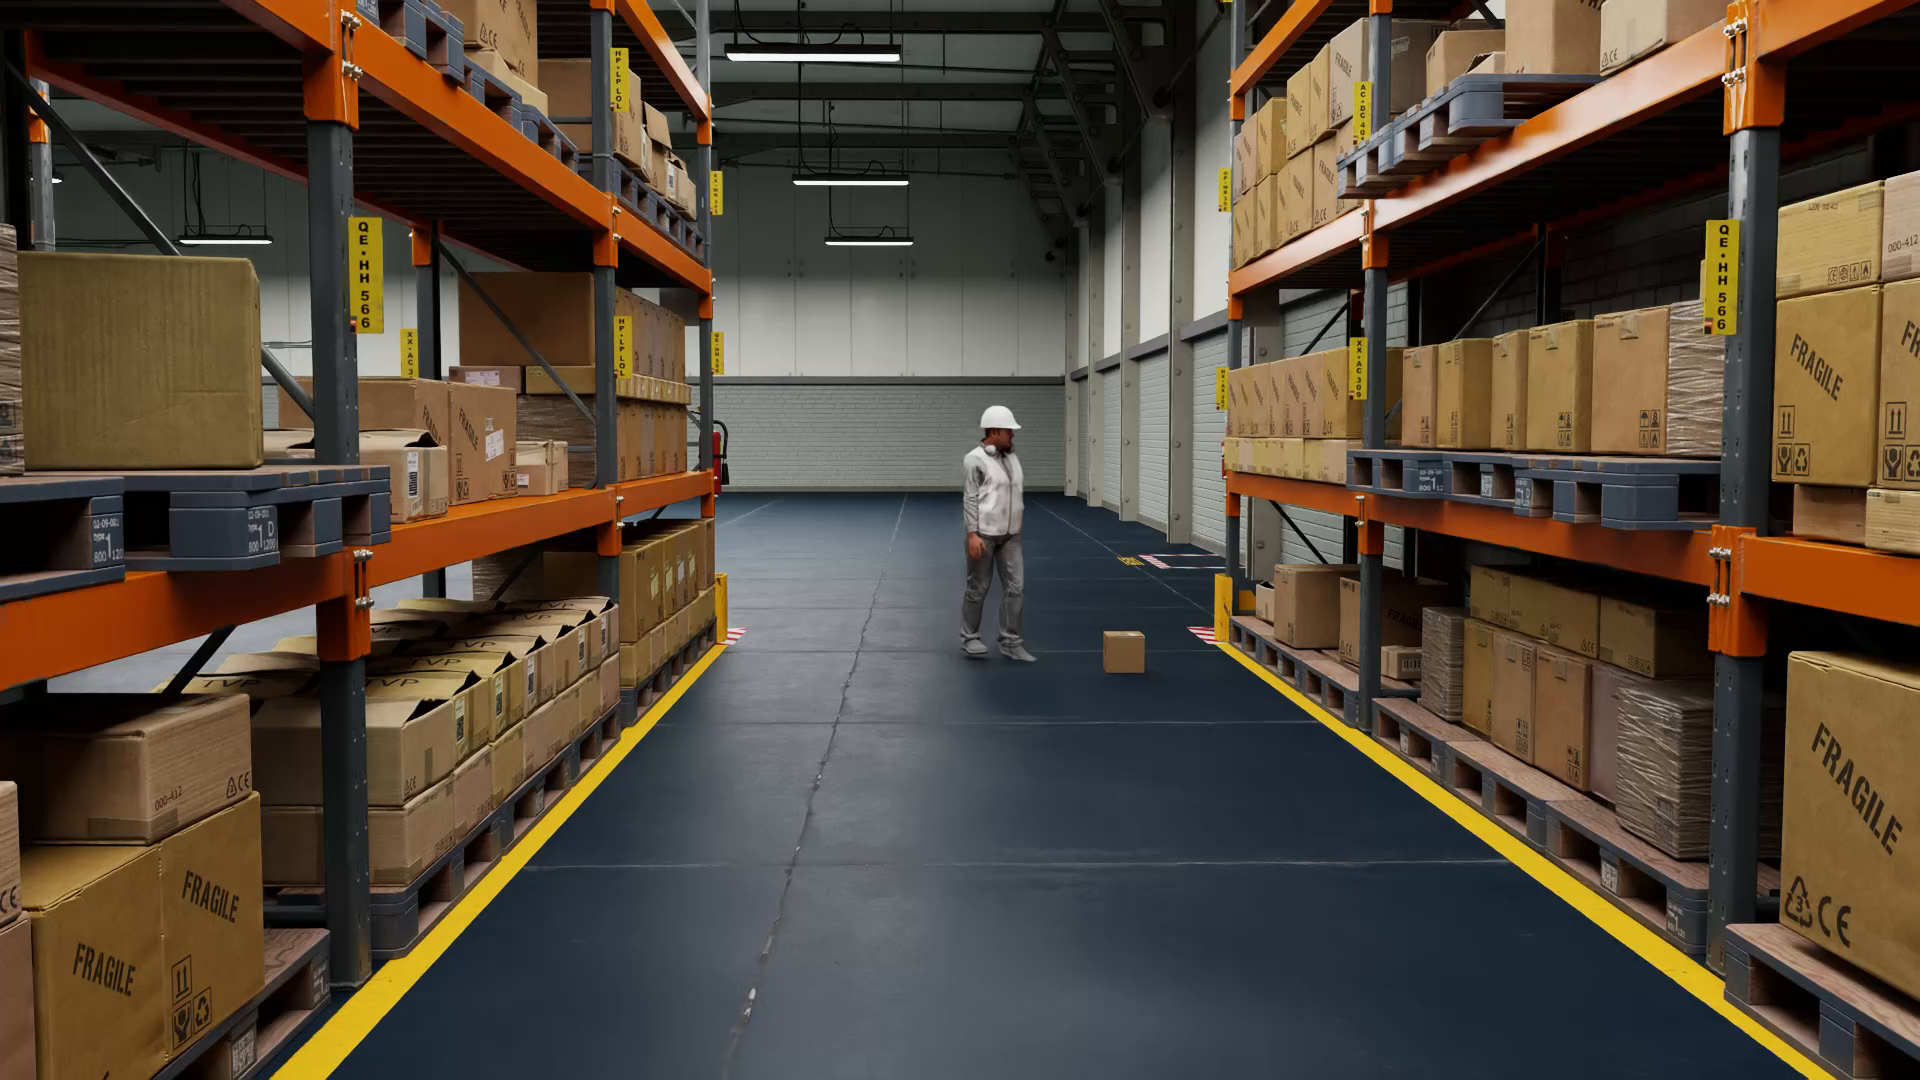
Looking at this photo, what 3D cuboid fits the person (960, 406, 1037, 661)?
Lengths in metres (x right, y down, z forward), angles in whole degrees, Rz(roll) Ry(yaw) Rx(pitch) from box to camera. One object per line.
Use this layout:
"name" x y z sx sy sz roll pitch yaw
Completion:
"person" 0.201 -0.026 11.690 0.557 1.824 0.563 -3 5 -38
